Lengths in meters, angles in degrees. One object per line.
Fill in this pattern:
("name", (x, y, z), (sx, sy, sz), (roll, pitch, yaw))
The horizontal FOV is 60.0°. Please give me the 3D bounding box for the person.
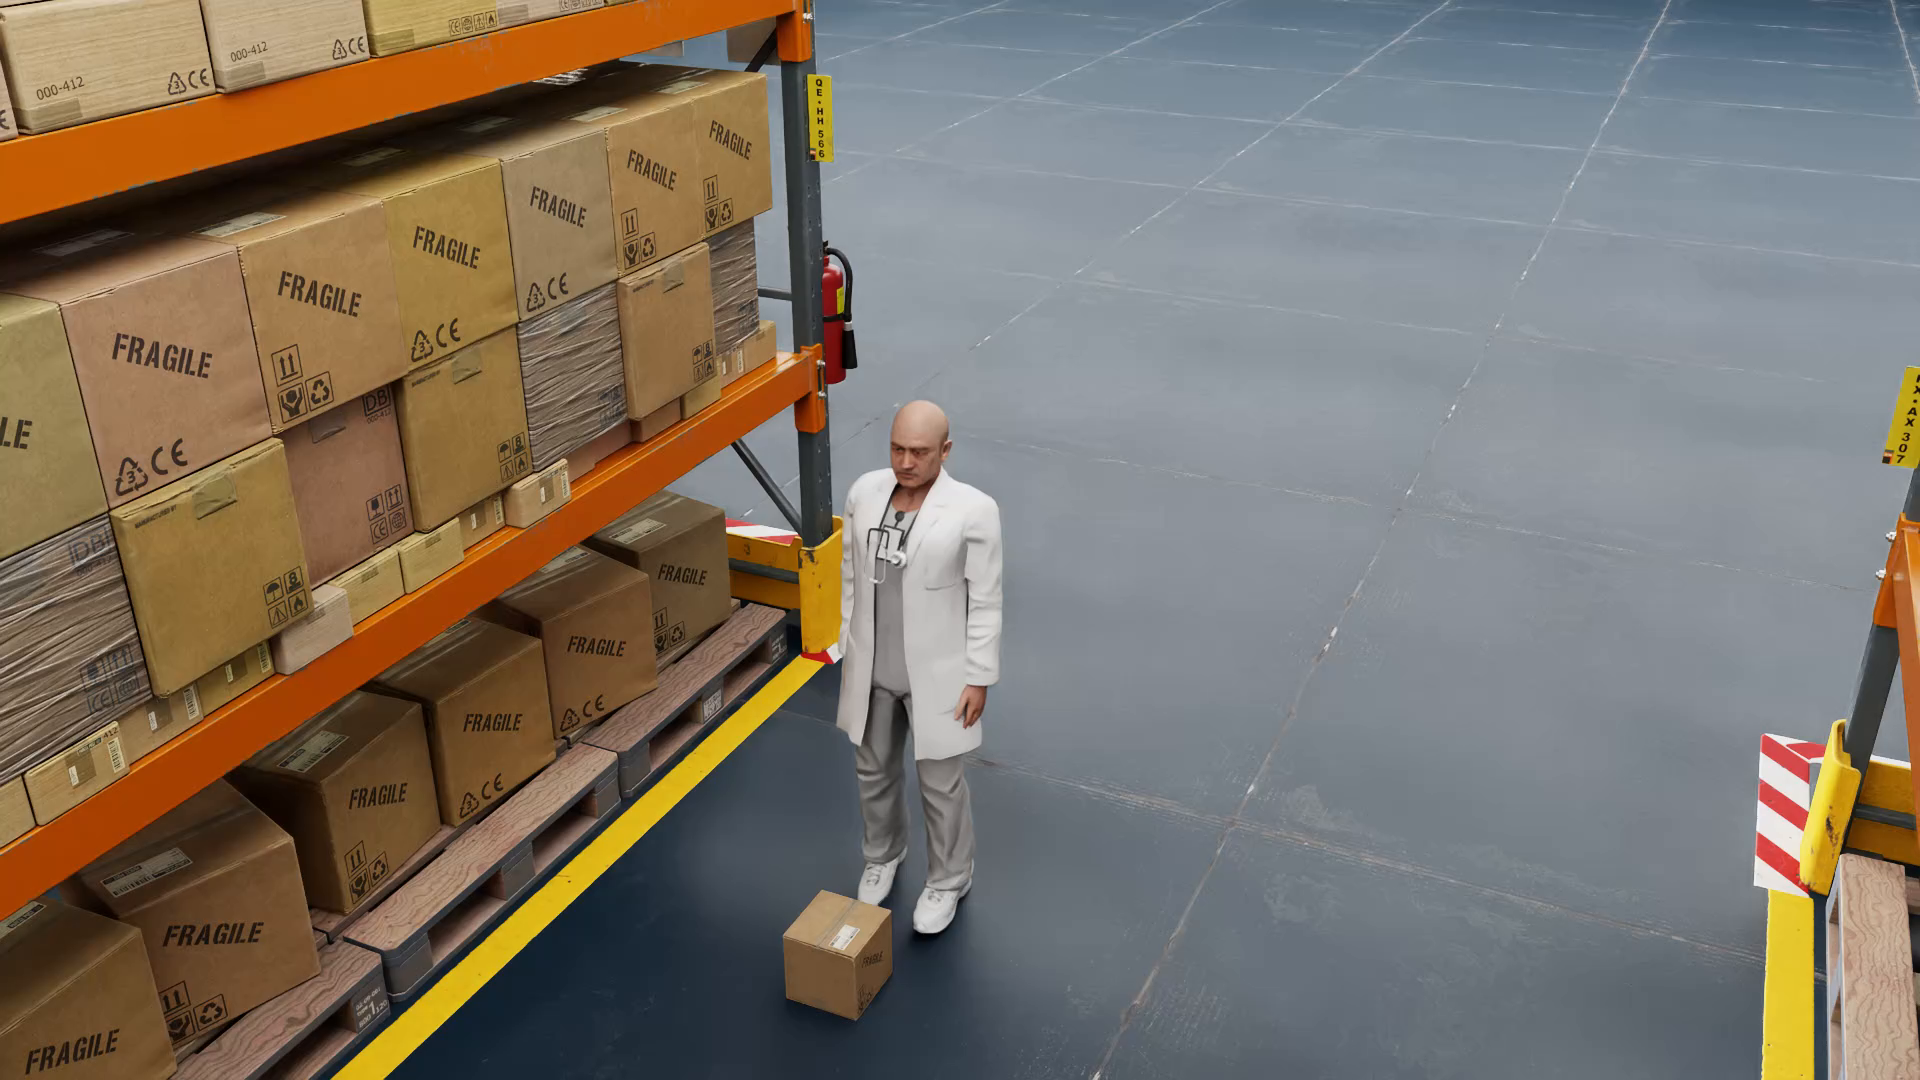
("person", (-0.141, 0.472, 5.311), (0.565, 1.726, 0.426), (12, 28, 23))
